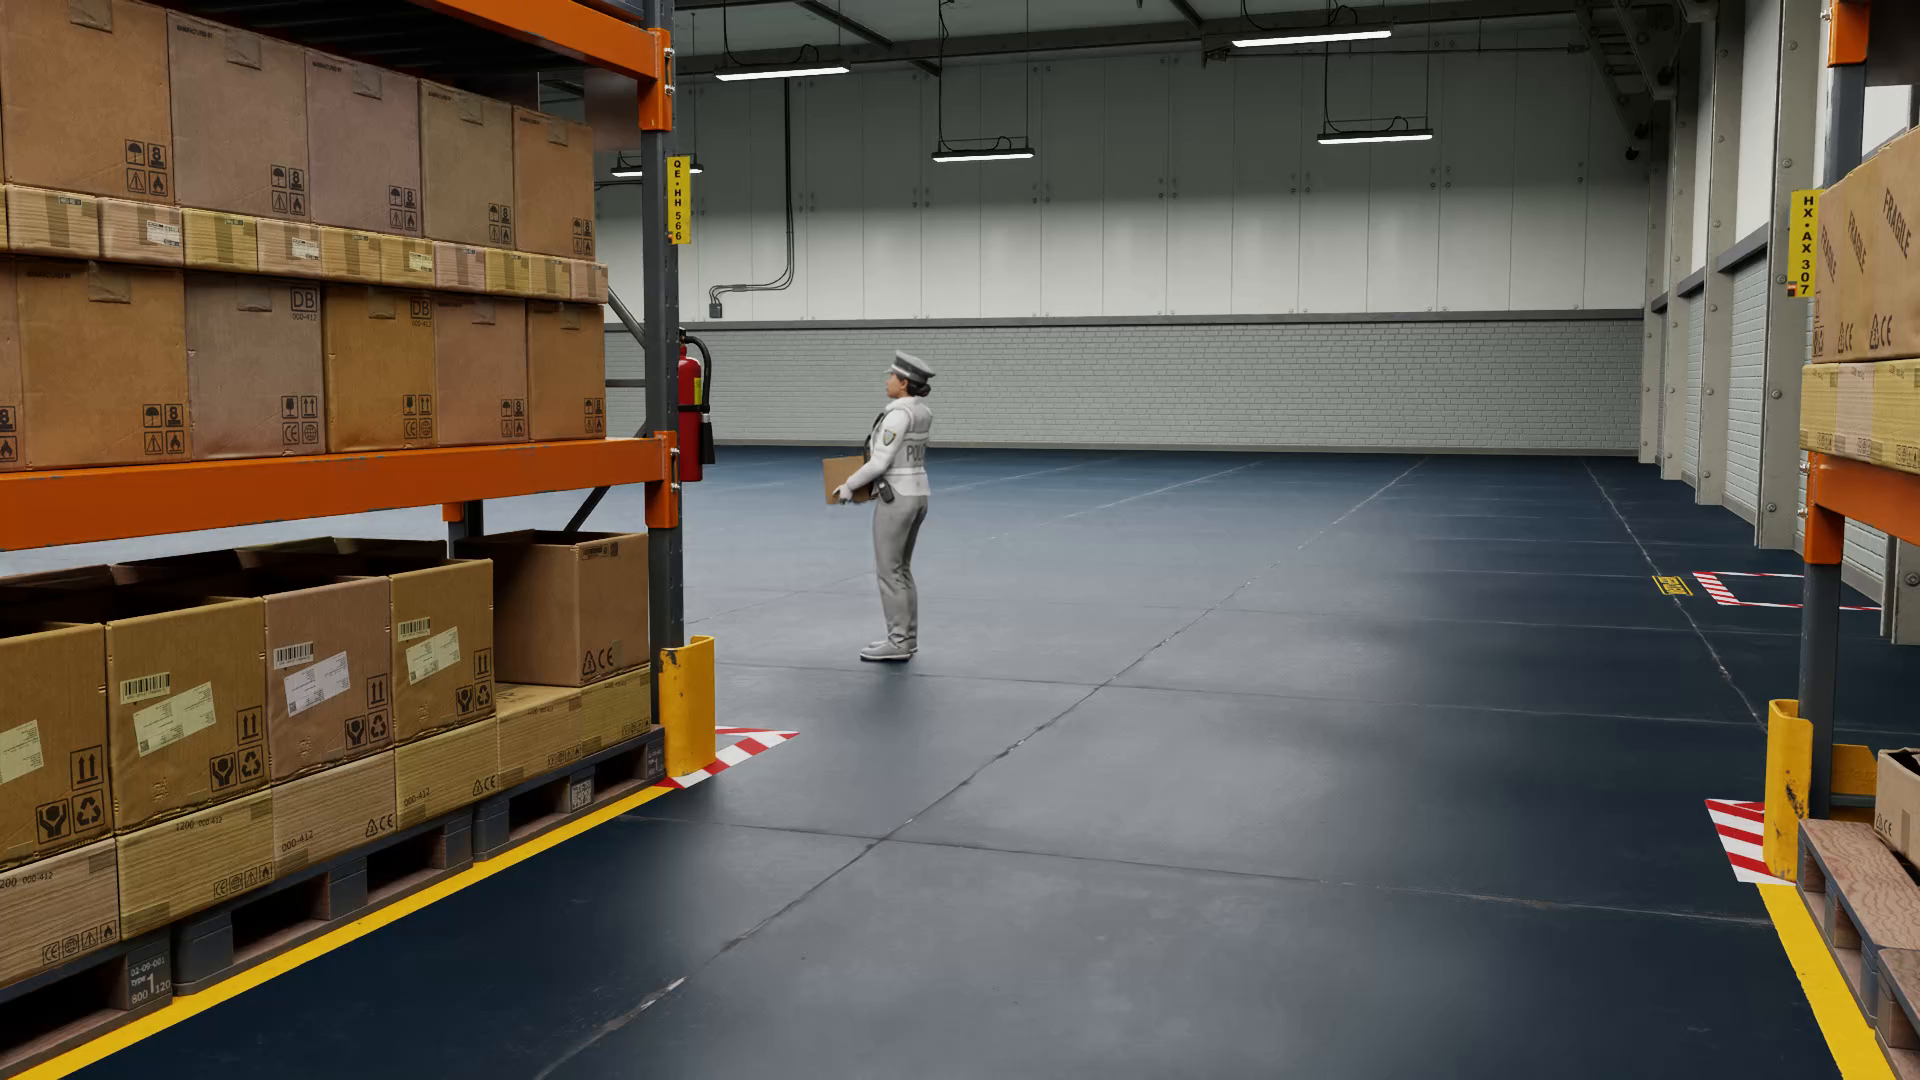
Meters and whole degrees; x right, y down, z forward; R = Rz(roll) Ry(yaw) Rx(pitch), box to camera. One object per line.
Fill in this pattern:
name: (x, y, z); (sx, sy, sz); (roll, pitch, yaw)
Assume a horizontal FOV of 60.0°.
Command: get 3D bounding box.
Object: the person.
person: (-0.398, -0.196, 9.161); (0.554, 1.695, 0.467); (2, 6, 18)
